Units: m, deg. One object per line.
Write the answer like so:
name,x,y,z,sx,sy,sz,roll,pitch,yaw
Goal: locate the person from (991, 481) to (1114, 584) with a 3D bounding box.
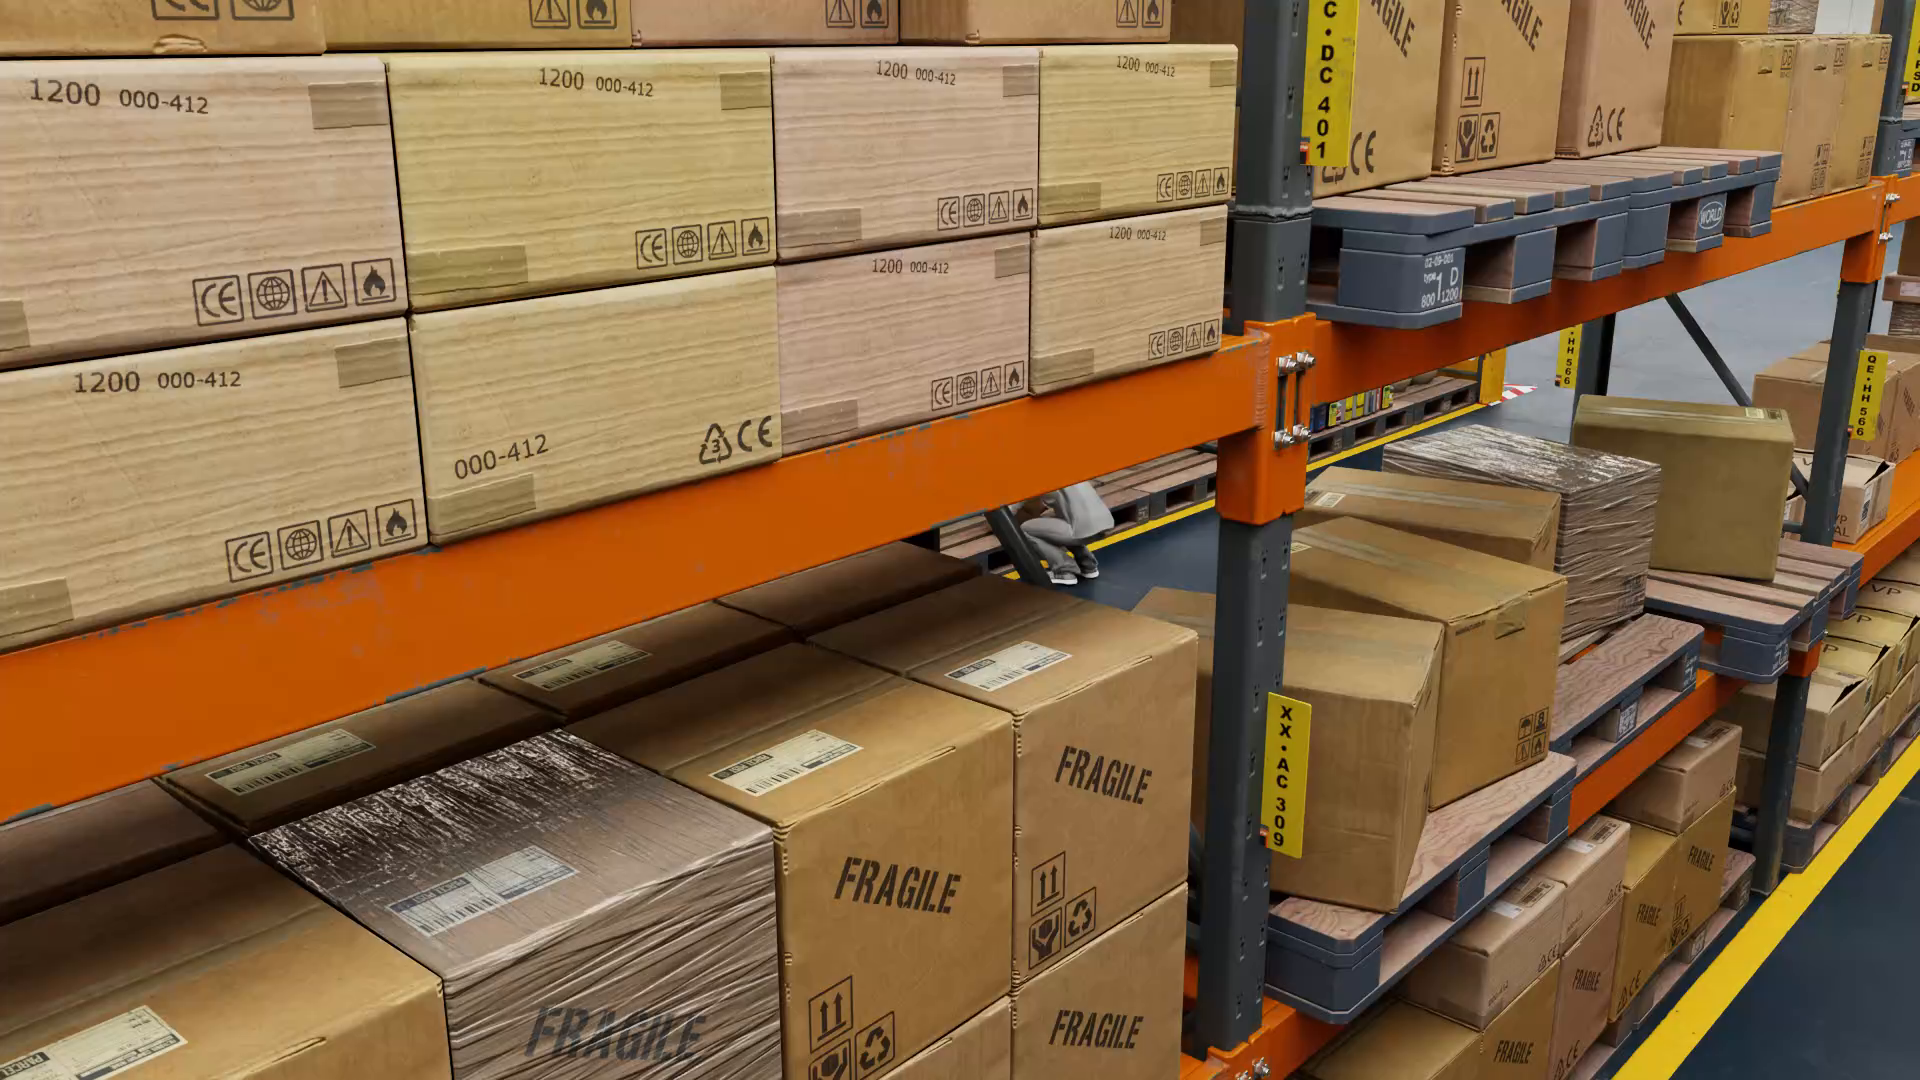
person,0.589,-0.201,10.427,0.807,0.887,0.506,14,22,39
